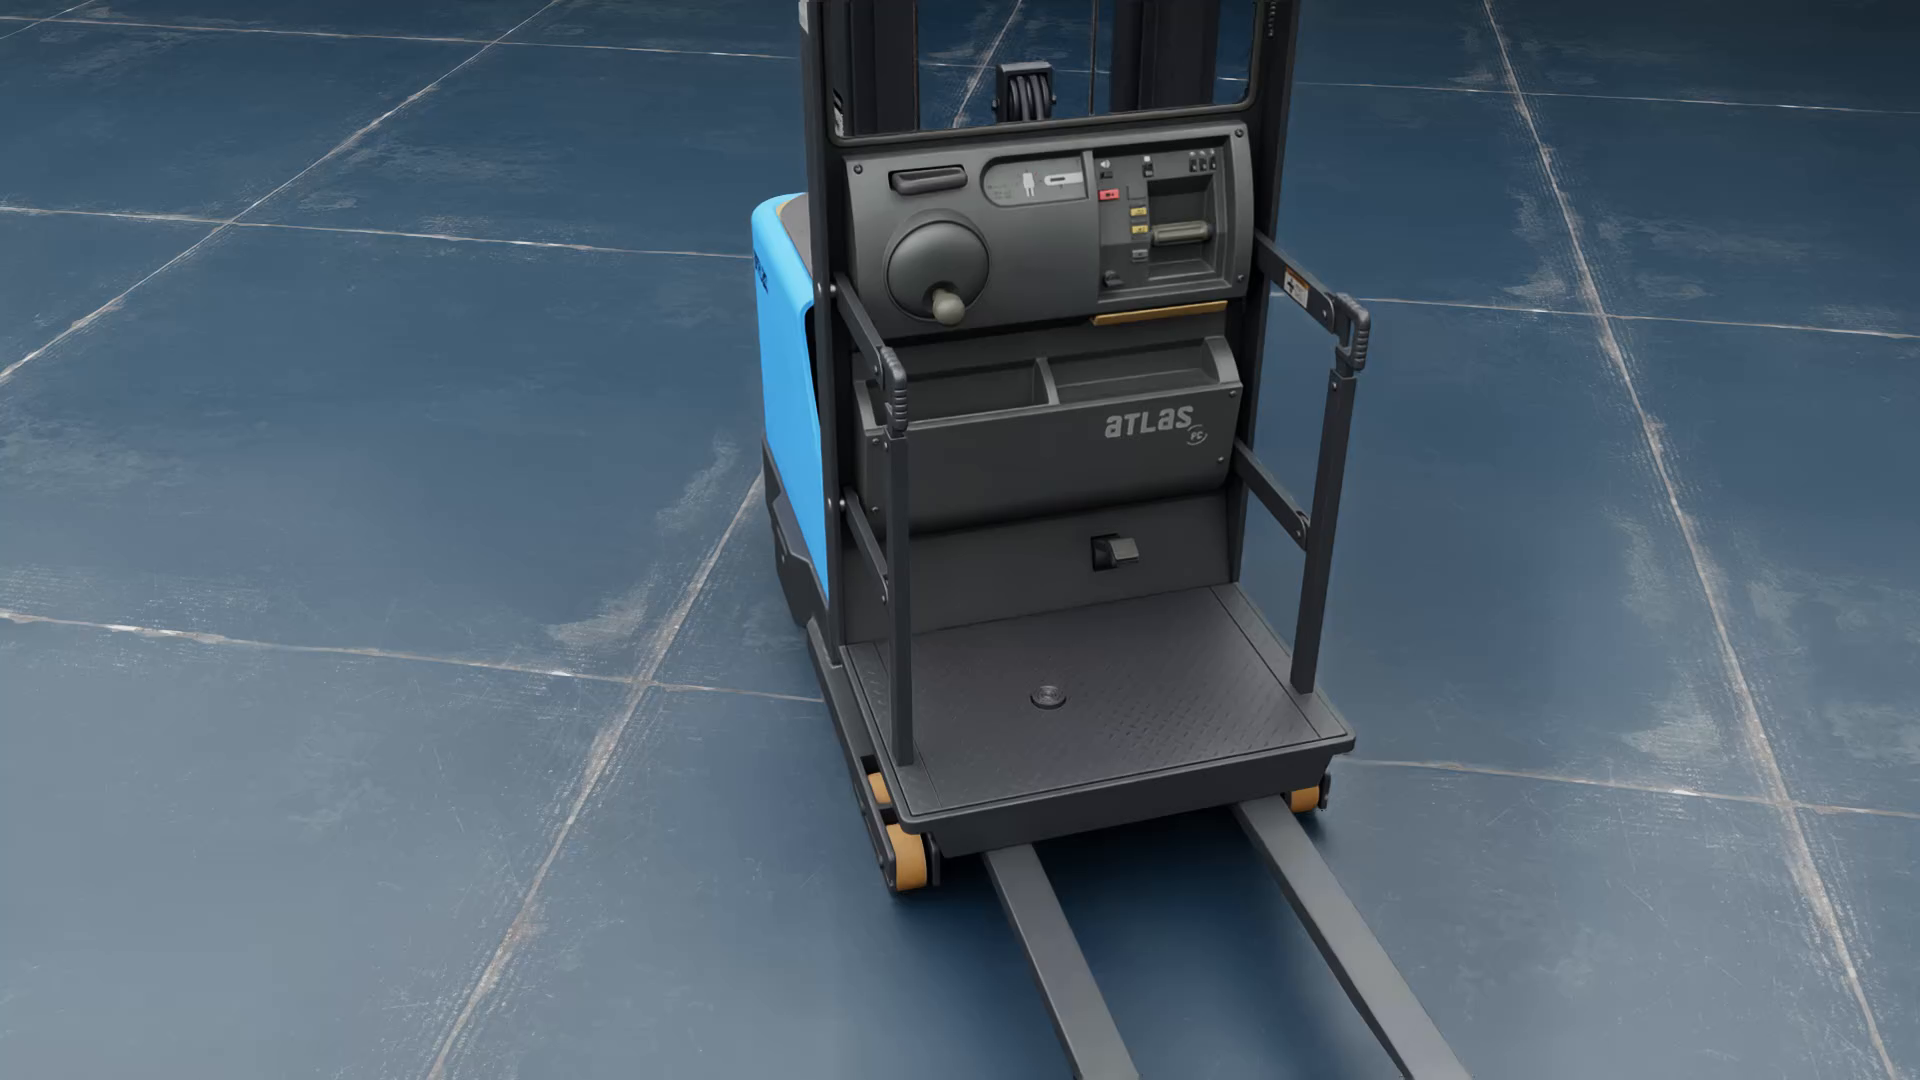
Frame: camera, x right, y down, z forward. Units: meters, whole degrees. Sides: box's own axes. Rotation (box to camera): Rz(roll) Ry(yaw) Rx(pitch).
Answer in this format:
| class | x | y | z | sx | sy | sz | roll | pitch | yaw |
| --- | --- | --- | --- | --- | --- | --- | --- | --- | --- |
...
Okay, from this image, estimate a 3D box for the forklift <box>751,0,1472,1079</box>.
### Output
| class | x | y | z | sx | sy | sz | roll | pitch | yaw |
| --- | --- | --- | --- | --- | --- | --- | --- | --- | --- |
| forklift | 0.273 | -0.646 | 3.520 | 1.130 | 2.935 | 3.031 | -9 | 33 | -13 |
